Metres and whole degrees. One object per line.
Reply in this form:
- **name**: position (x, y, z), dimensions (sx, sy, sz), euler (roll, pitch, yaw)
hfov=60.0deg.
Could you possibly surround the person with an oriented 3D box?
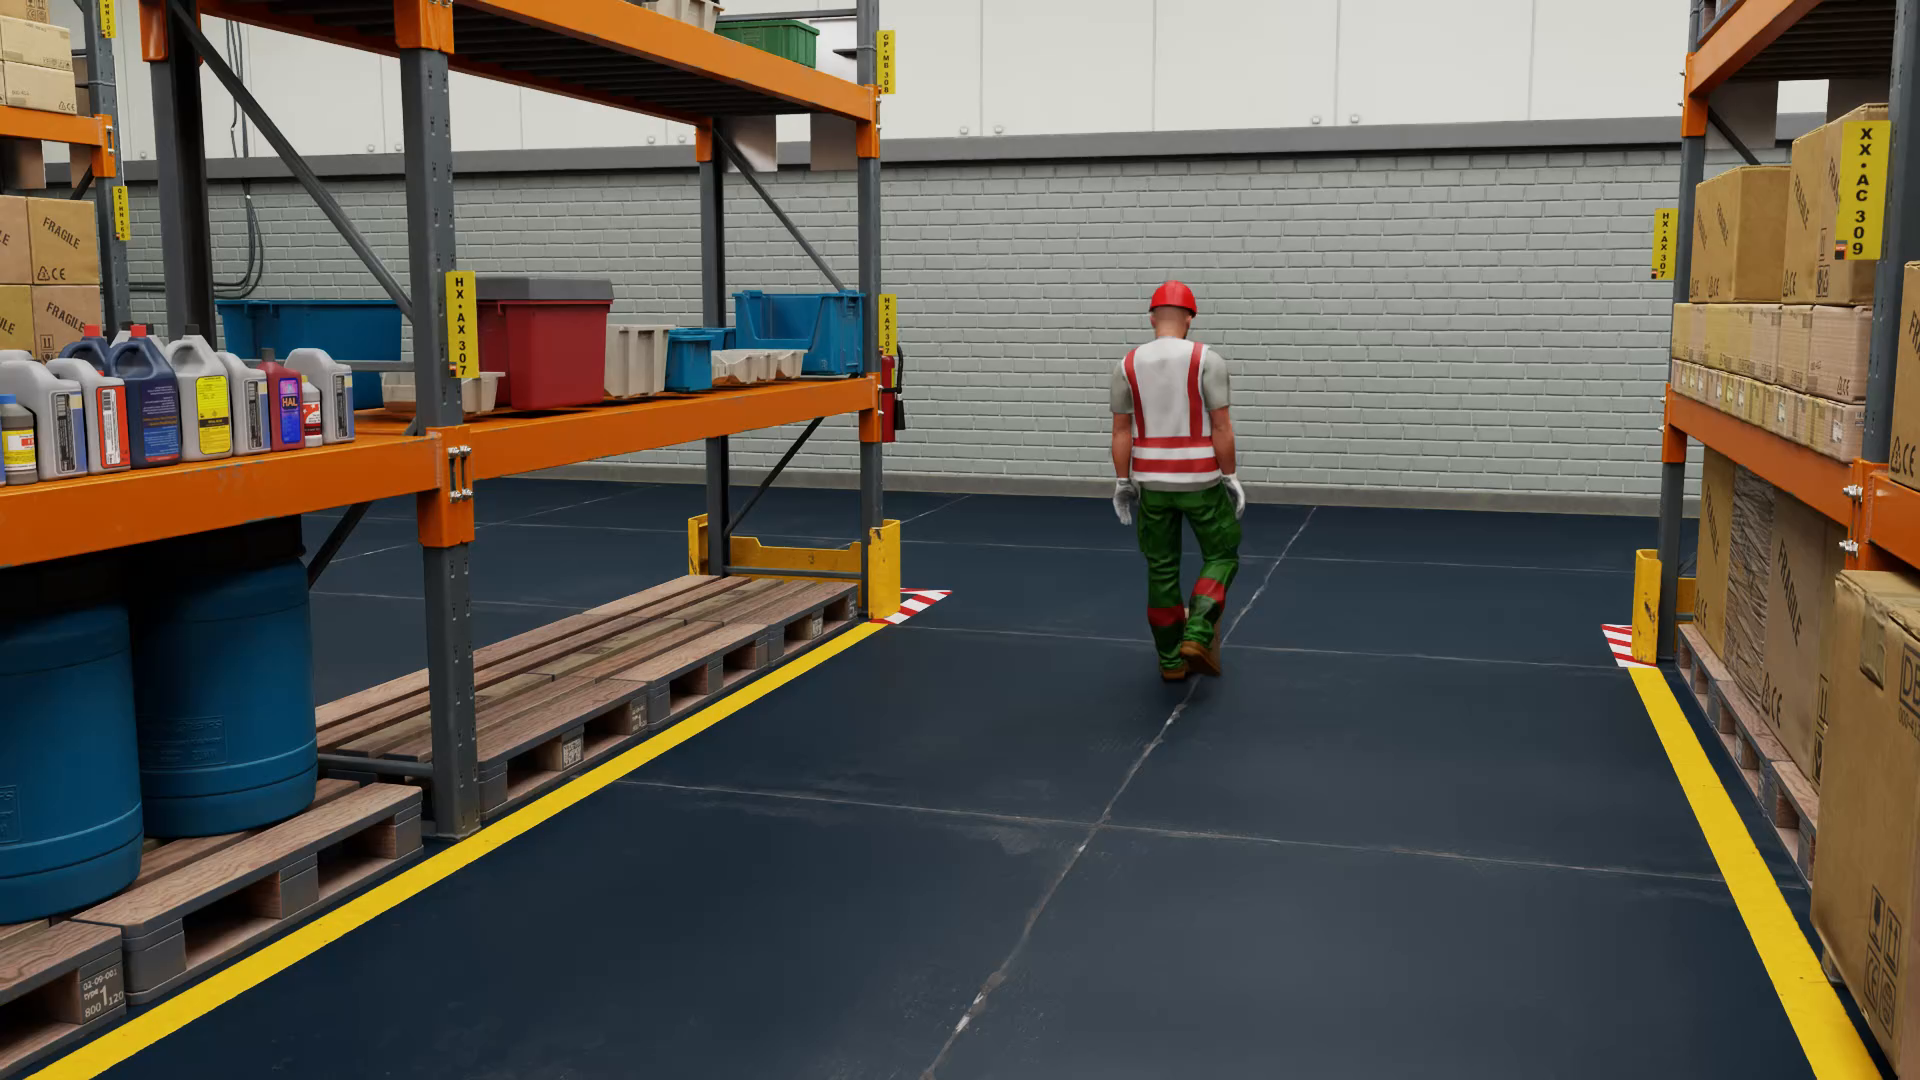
- **person**: position (0.979, -0.243, 7.323), dimensions (0.591, 1.780, 0.629), euler (3, 9, 22)
